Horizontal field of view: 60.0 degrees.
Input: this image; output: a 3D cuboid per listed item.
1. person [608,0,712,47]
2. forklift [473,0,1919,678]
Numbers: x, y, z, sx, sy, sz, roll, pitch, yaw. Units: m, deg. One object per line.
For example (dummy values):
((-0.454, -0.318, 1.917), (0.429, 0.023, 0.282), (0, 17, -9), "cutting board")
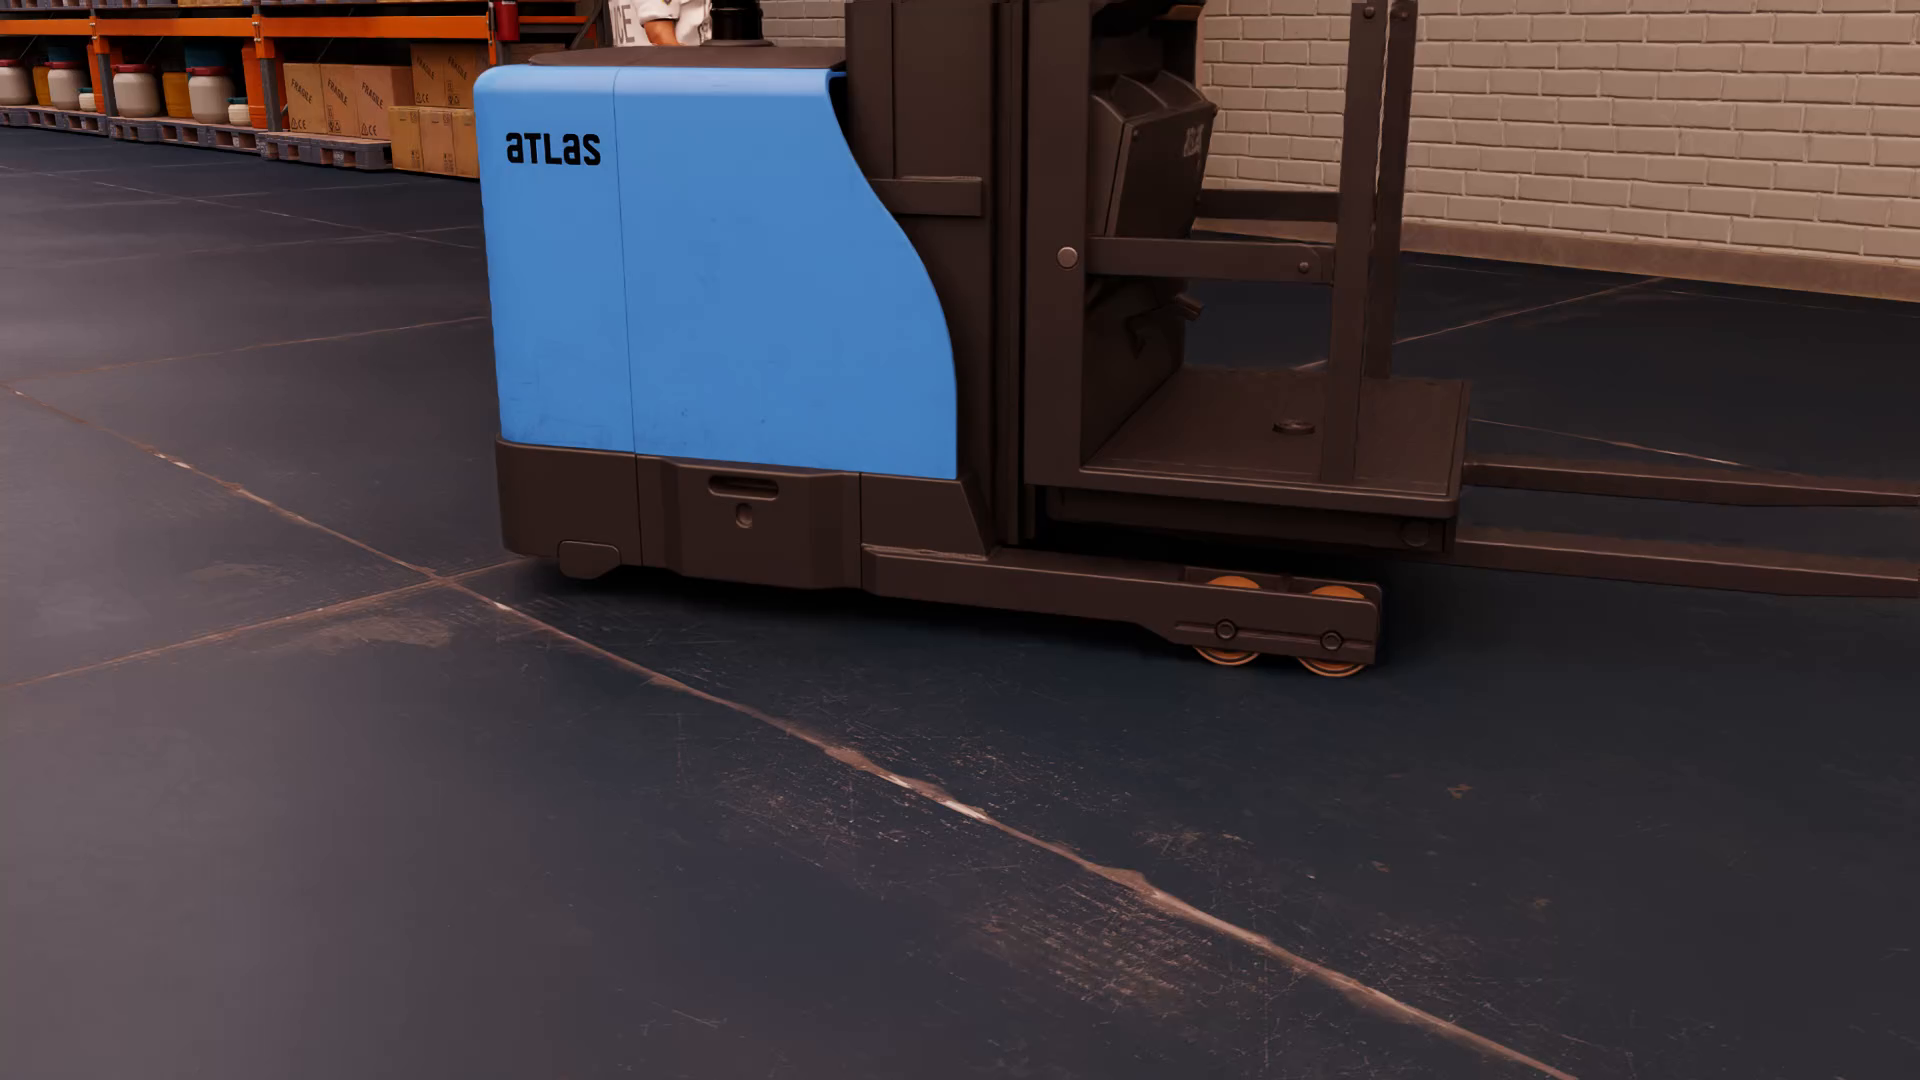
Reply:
((-0.900, -1.413, 5.633), (0.532, 1.672, 0.588), (-8, 19, -25), "person")
((0.578, -1.322, 3.208), (3.031, 2.935, 1.130), (5, 18, 17), "forklift")
